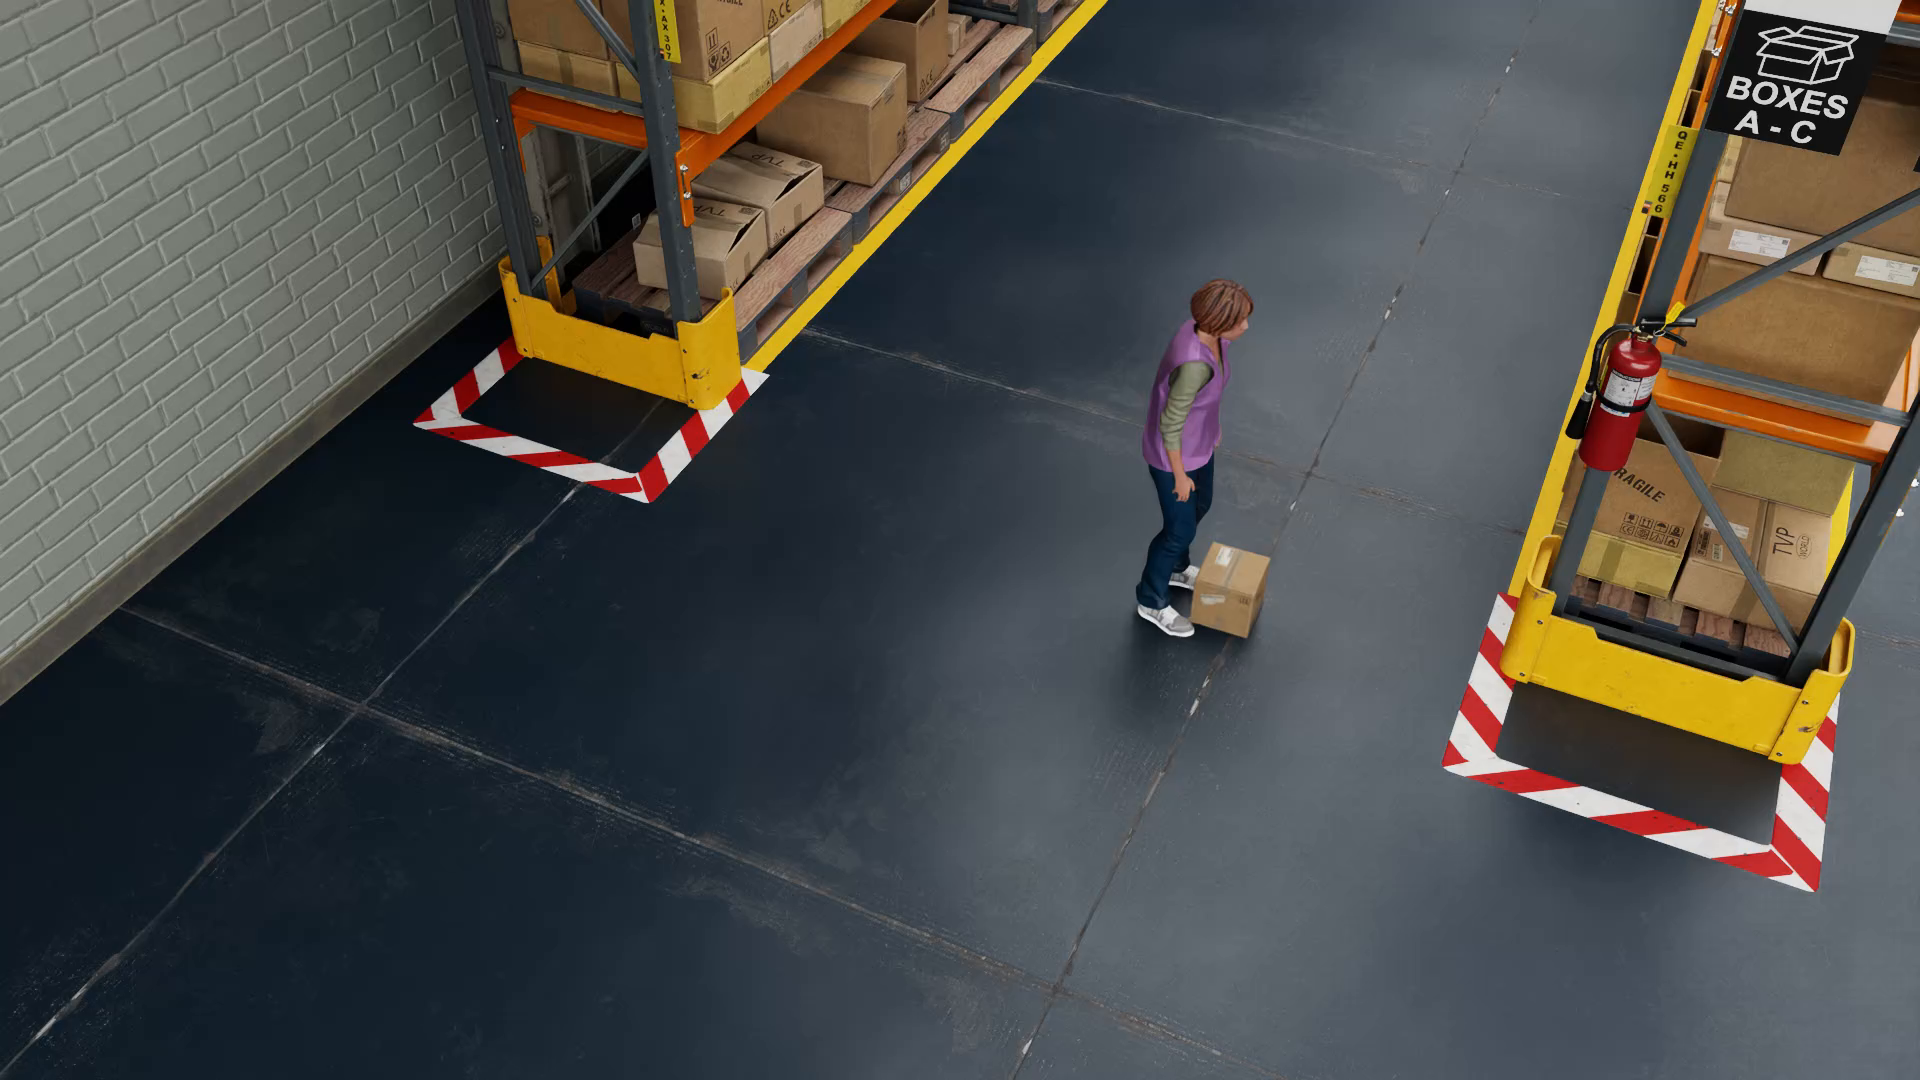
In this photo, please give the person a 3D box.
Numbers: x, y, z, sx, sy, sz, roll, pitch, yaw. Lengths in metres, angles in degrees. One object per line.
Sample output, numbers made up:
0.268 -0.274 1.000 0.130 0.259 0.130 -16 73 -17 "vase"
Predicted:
0.896 -0.348 6.548 0.345 1.591 0.464 16 45 17 "person"
